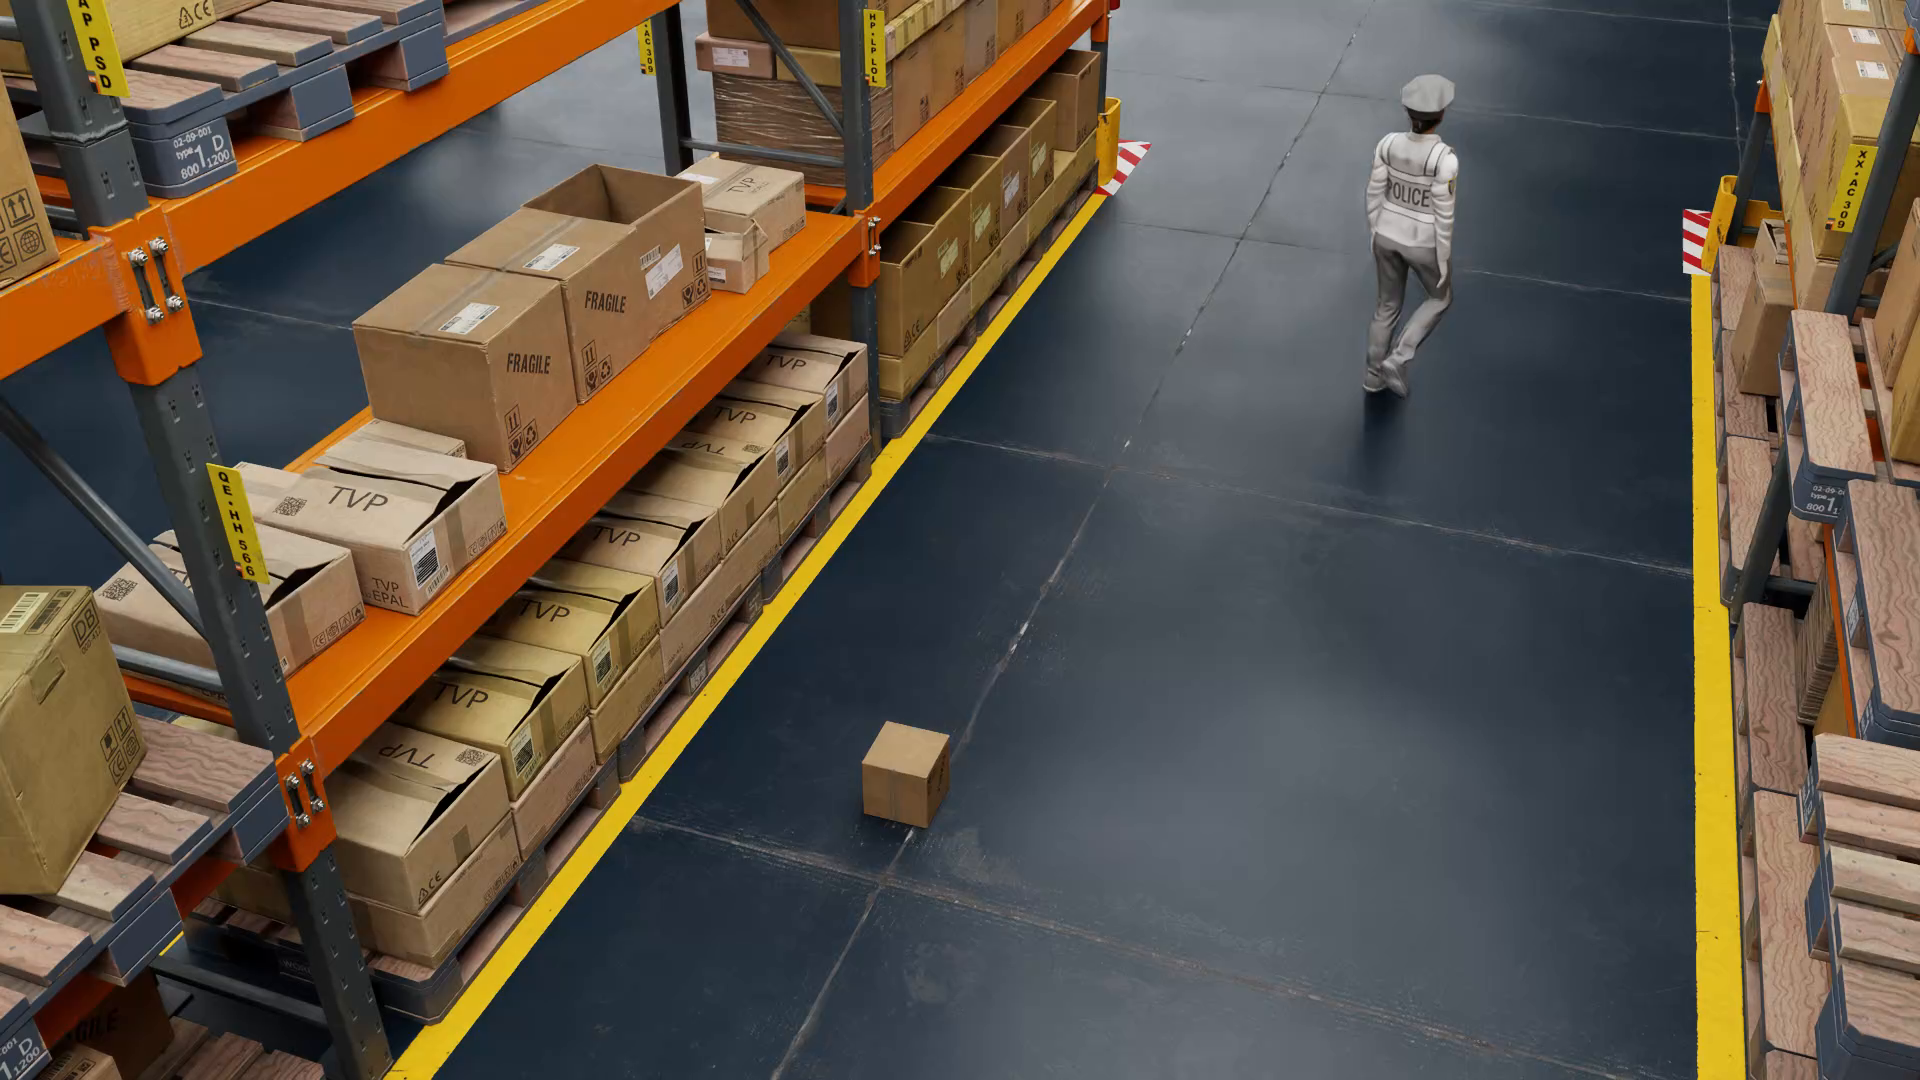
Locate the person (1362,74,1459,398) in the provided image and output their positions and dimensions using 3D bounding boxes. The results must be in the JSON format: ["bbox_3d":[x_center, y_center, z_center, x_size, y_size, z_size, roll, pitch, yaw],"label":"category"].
[{"bbox_3d":[2.269,-1.509,8.356,0.501,1.683,0.448,27,42,35],"label":"person"}]
